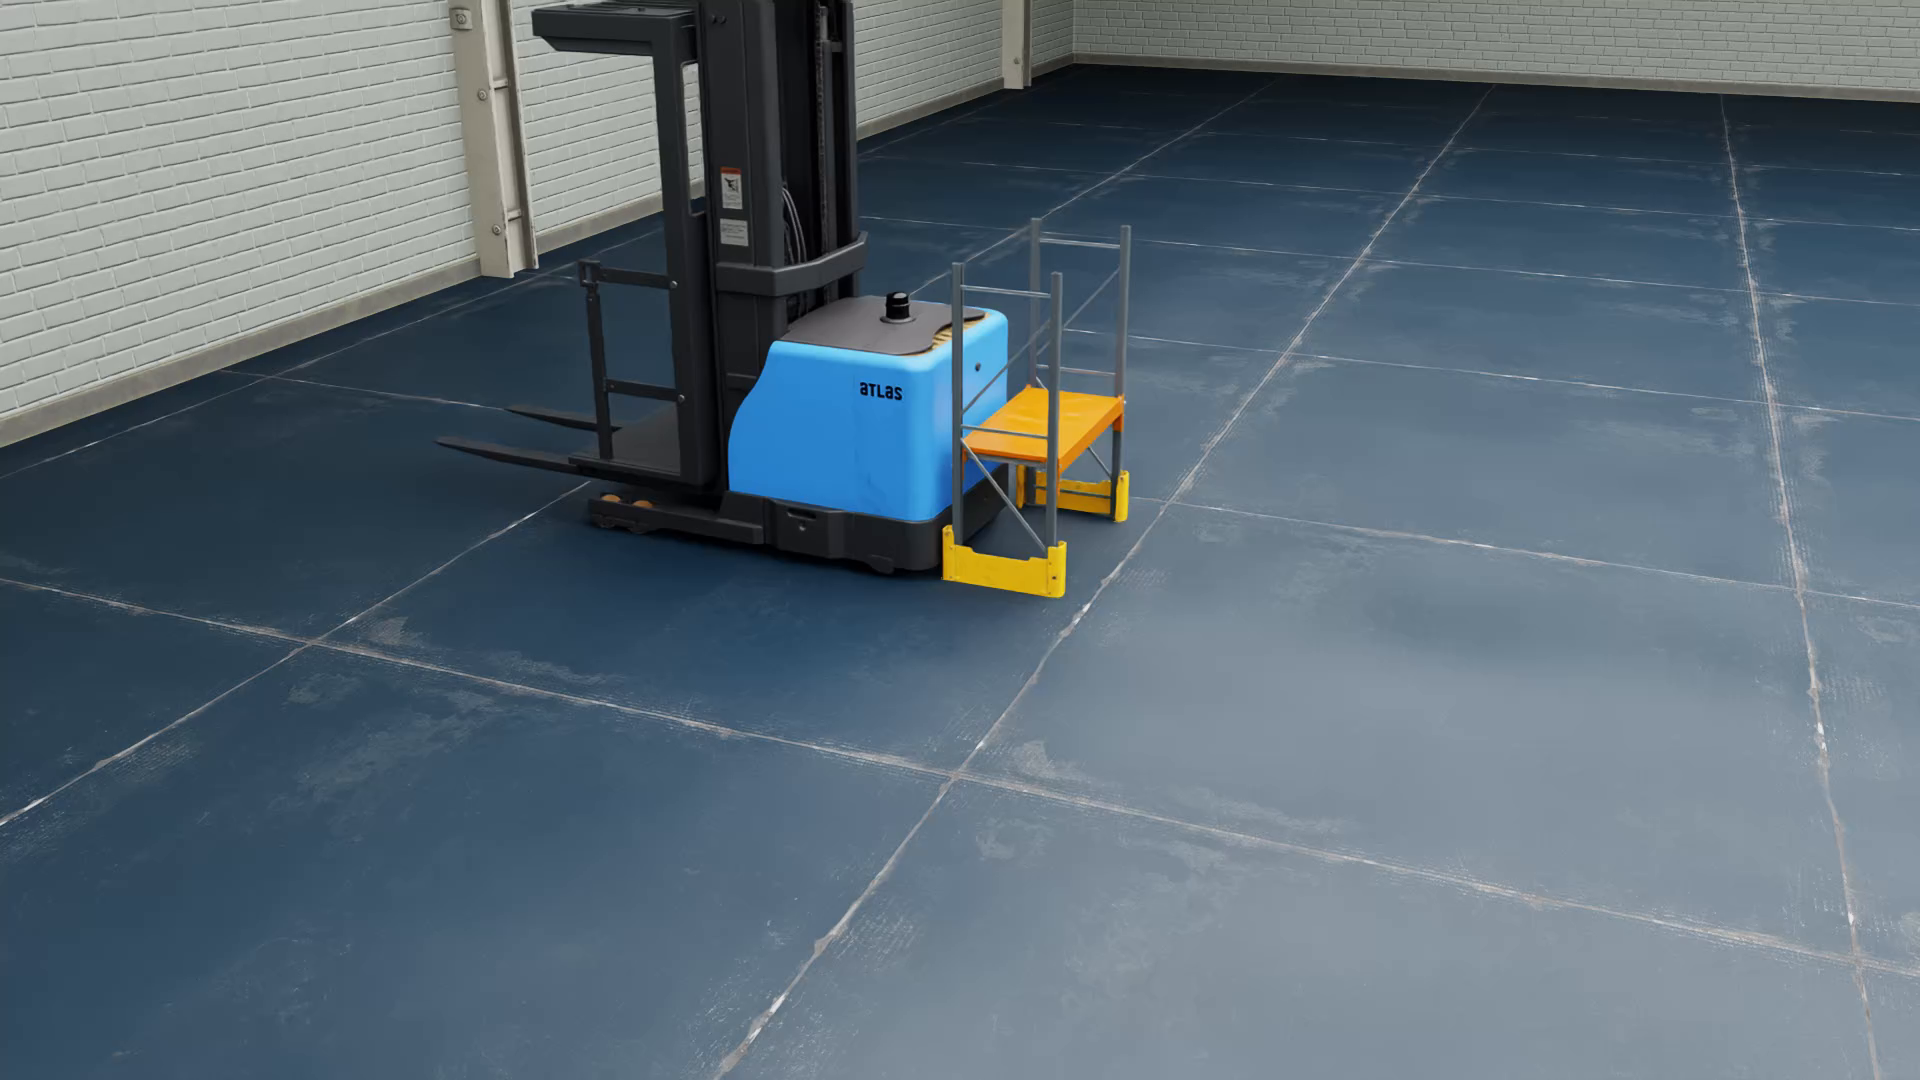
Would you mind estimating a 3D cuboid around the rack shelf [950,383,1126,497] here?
[{"bbox_3d":[0.391,-0.494,7.954,0.538,0.185,1.000,9,24,20],"label":"rack shelf"}]

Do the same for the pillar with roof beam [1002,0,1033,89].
[{"bbox_3d":[4.804,-10.006,20.529,9.100,9.000,0.400,9,24,20],"label":"pillar with roof beam"}]

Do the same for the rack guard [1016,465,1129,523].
[{"bbox_3d":[0.574,-0.258,8.544,0.587,0.250,0.087,9,24,20],"label":"rack guard"}]

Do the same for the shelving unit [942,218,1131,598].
[{"bbox_3d":[0.387,-0.657,7.877,0.587,1.500,1.083,9,24,20],"label":"shelving unit"}]

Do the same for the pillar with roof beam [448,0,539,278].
[{"bbox_3d":[0.346,-5.712,10.249,9.100,9.000,0.400,9,24,20],"label":"pillar with roof beam"}]

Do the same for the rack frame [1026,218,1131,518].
[{"bbox_3d":[0.581,-0.842,8.319,0.500,1.500,0.032,9,24,20],"label":"rack frame"}]

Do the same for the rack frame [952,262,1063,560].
[{"bbox_3d":[0.200,-0.479,7.450,0.500,1.500,0.032,9,24,20],"label":"rack frame"}]

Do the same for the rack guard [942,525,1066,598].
[{"bbox_3d":[0.201,0.098,7.692,0.587,0.250,0.087,9,24,20],"label":"rack guard"}]

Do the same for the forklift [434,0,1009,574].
[{"bbox_3d":[-1.313,-1.555,8.170,3.031,2.935,1.130,10,25,22],"label":"forklift"}]
